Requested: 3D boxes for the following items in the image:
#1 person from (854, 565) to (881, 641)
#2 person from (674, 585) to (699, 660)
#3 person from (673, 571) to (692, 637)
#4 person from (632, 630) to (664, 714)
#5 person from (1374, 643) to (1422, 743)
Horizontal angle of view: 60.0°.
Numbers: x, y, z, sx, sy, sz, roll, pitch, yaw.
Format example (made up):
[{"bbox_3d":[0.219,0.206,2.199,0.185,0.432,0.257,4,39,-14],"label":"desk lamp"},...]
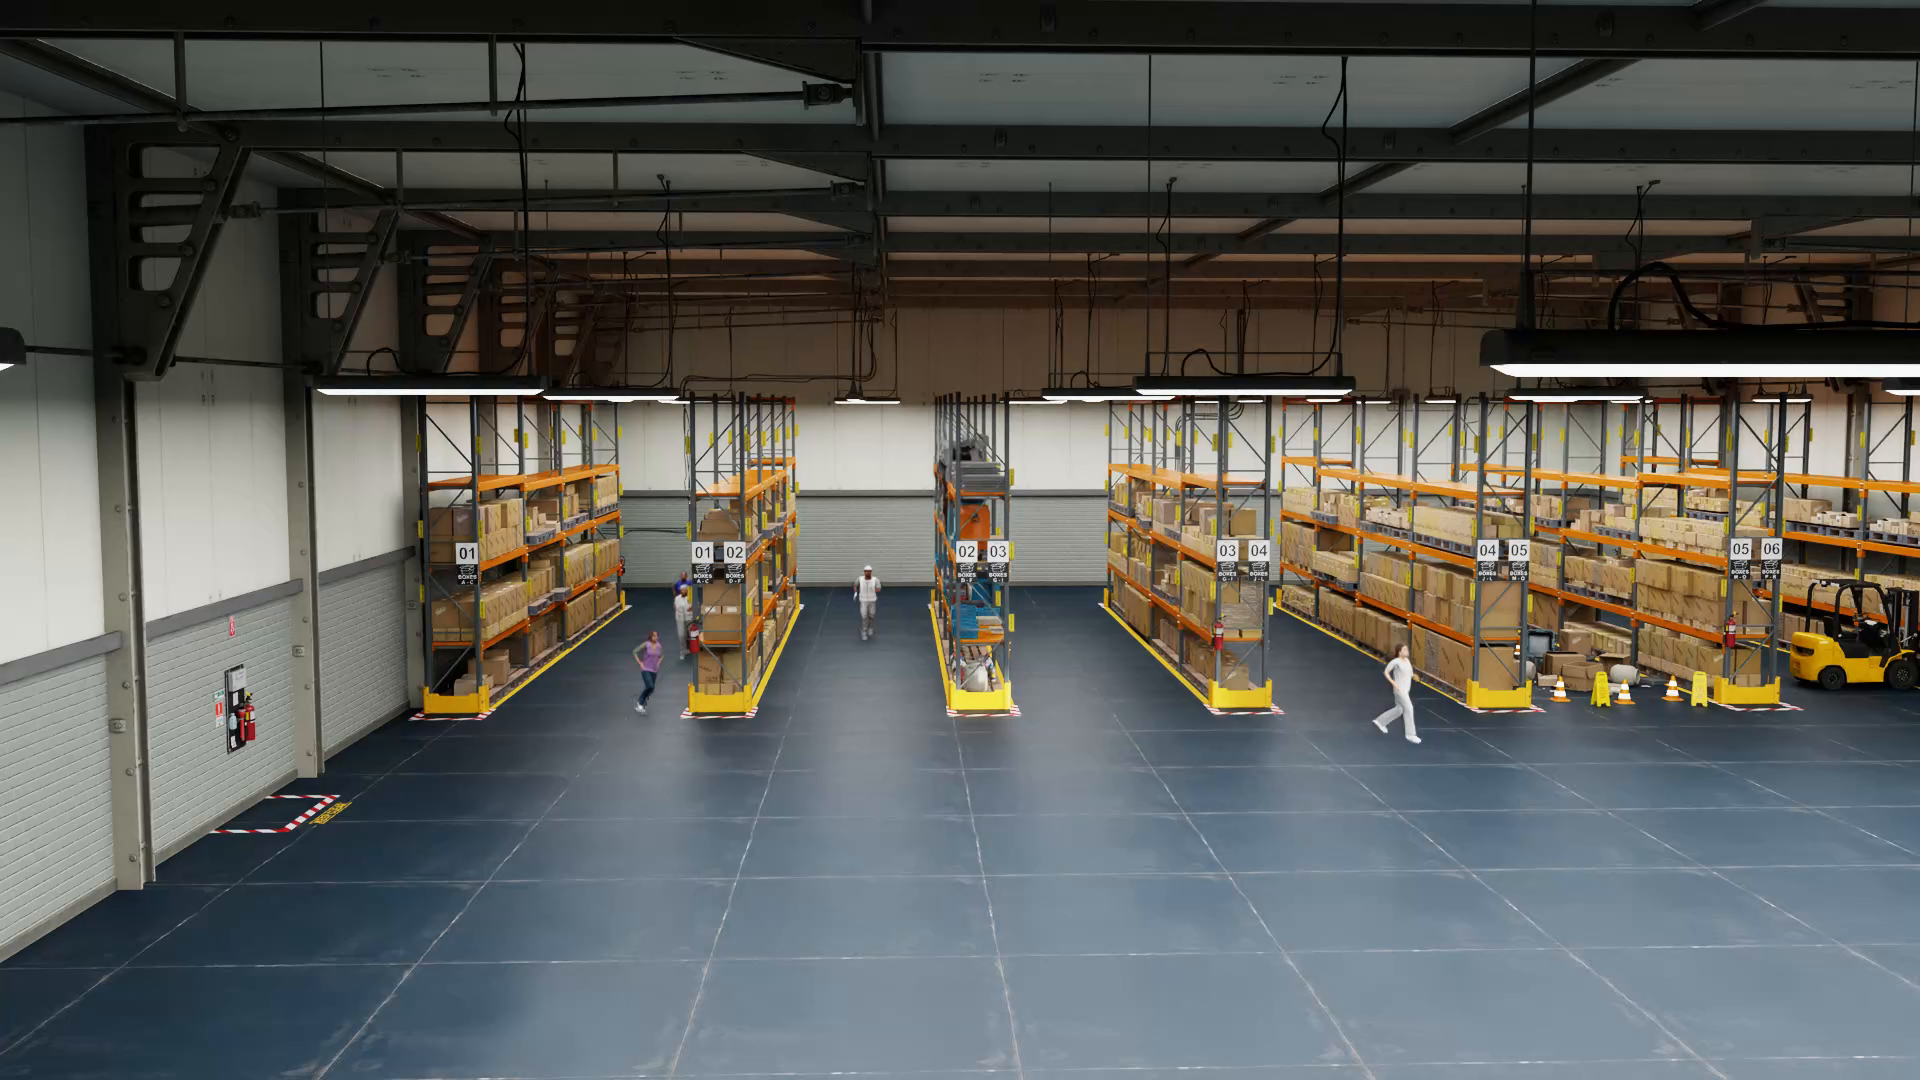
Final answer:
[{"bbox_3d":[-2.278,1.547,40.974,0.670,1.846,0.804,-1,5,-8],"label":"person"},{"bbox_3d":[-6.248,1.858,37.956,0.589,1.696,0.852,0,5,-5],"label":"person"},{"bbox_3d":[-6.902,1.590,41.718,0.598,1.627,0.667,0,5,0],"label":"person"},{"bbox_3d":[-5.780,2.456,30.998,0.539,1.559,0.586,-4,6,-44],"label":"person"},{"bbox_3d":[7.562,2.646,28.605,0.892,1.588,0.557,4,6,41],"label":"person"}]
